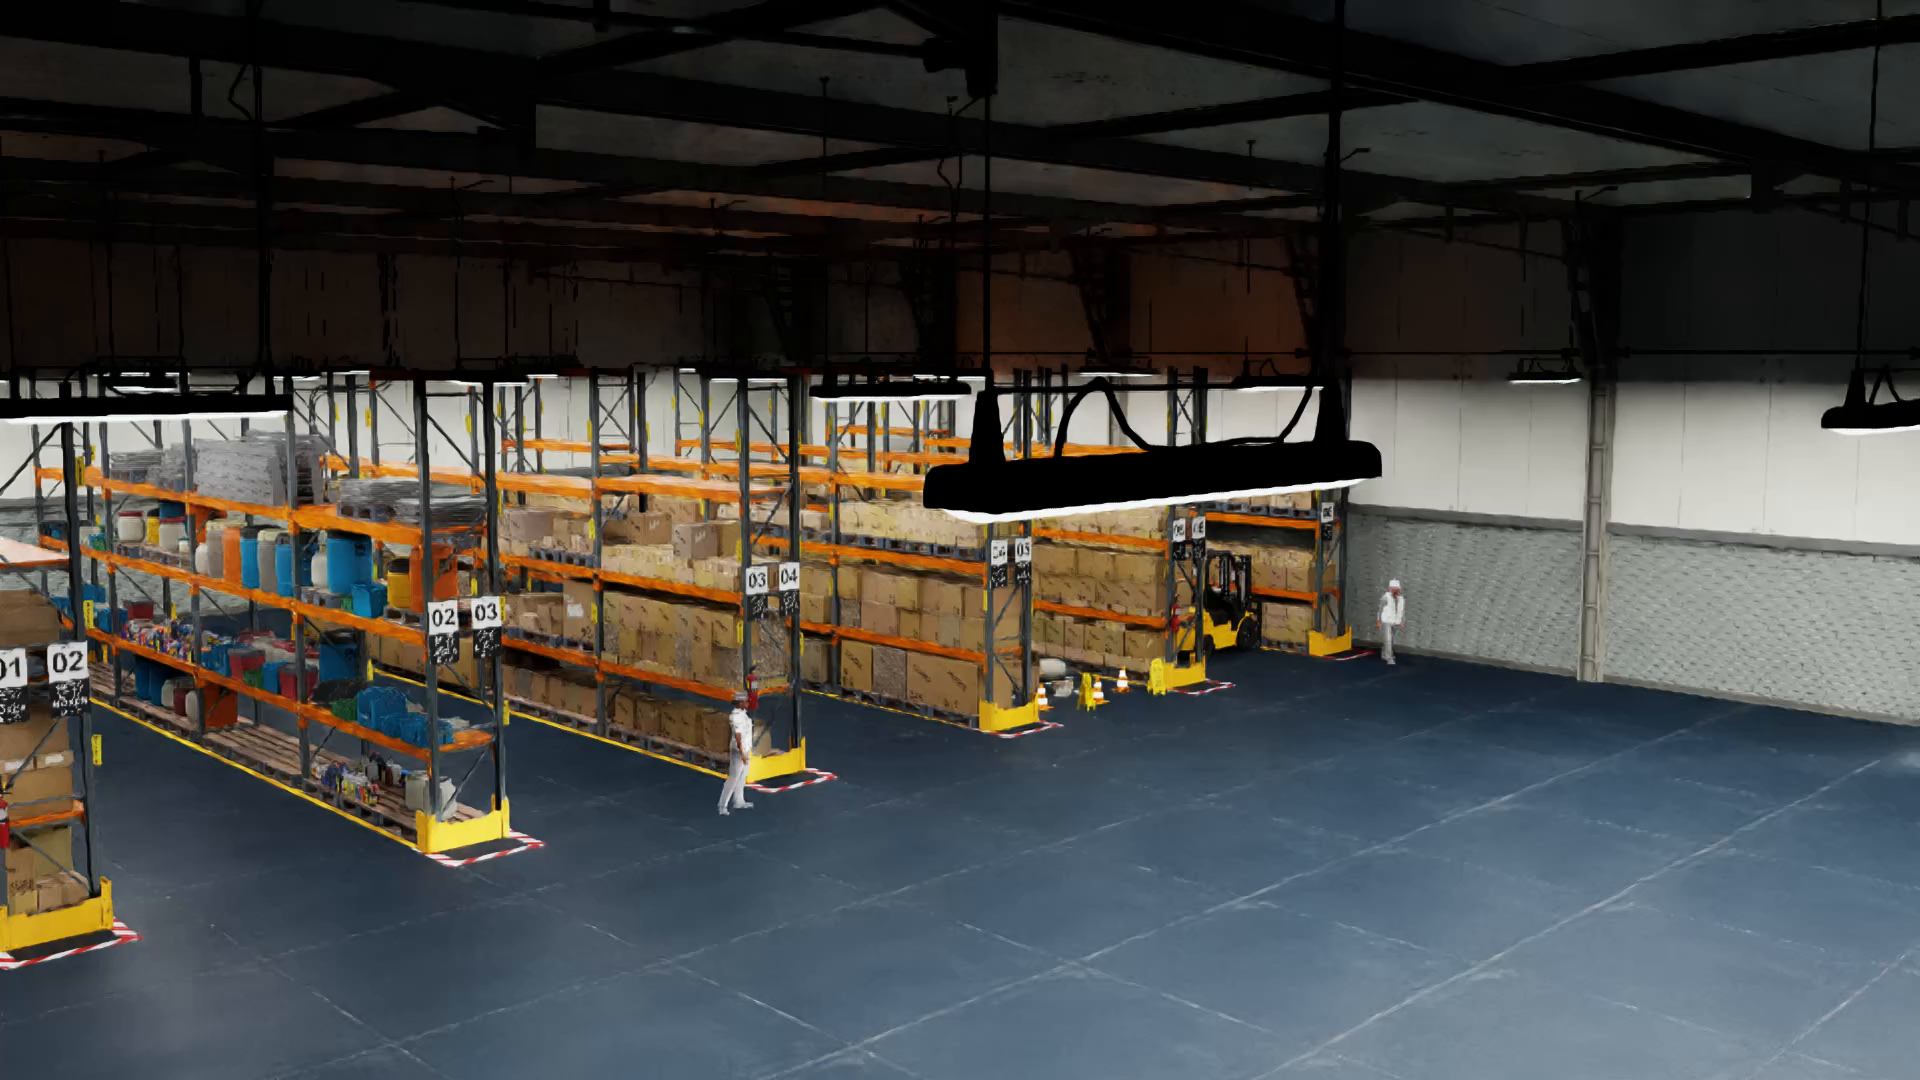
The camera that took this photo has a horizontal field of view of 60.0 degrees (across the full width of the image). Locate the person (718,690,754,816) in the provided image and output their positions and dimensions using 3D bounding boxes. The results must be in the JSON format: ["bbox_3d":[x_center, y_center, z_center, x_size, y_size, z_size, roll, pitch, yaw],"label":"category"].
[{"bbox_3d":[-3.102,2.923,22.945,0.477,1.669,0.666,0,6,1],"label":"person"}]

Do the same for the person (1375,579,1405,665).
[{"bbox_3d":[8.810,1.652,33.870,0.576,1.734,0.933,-2,7,-16],"label":"person"}]
